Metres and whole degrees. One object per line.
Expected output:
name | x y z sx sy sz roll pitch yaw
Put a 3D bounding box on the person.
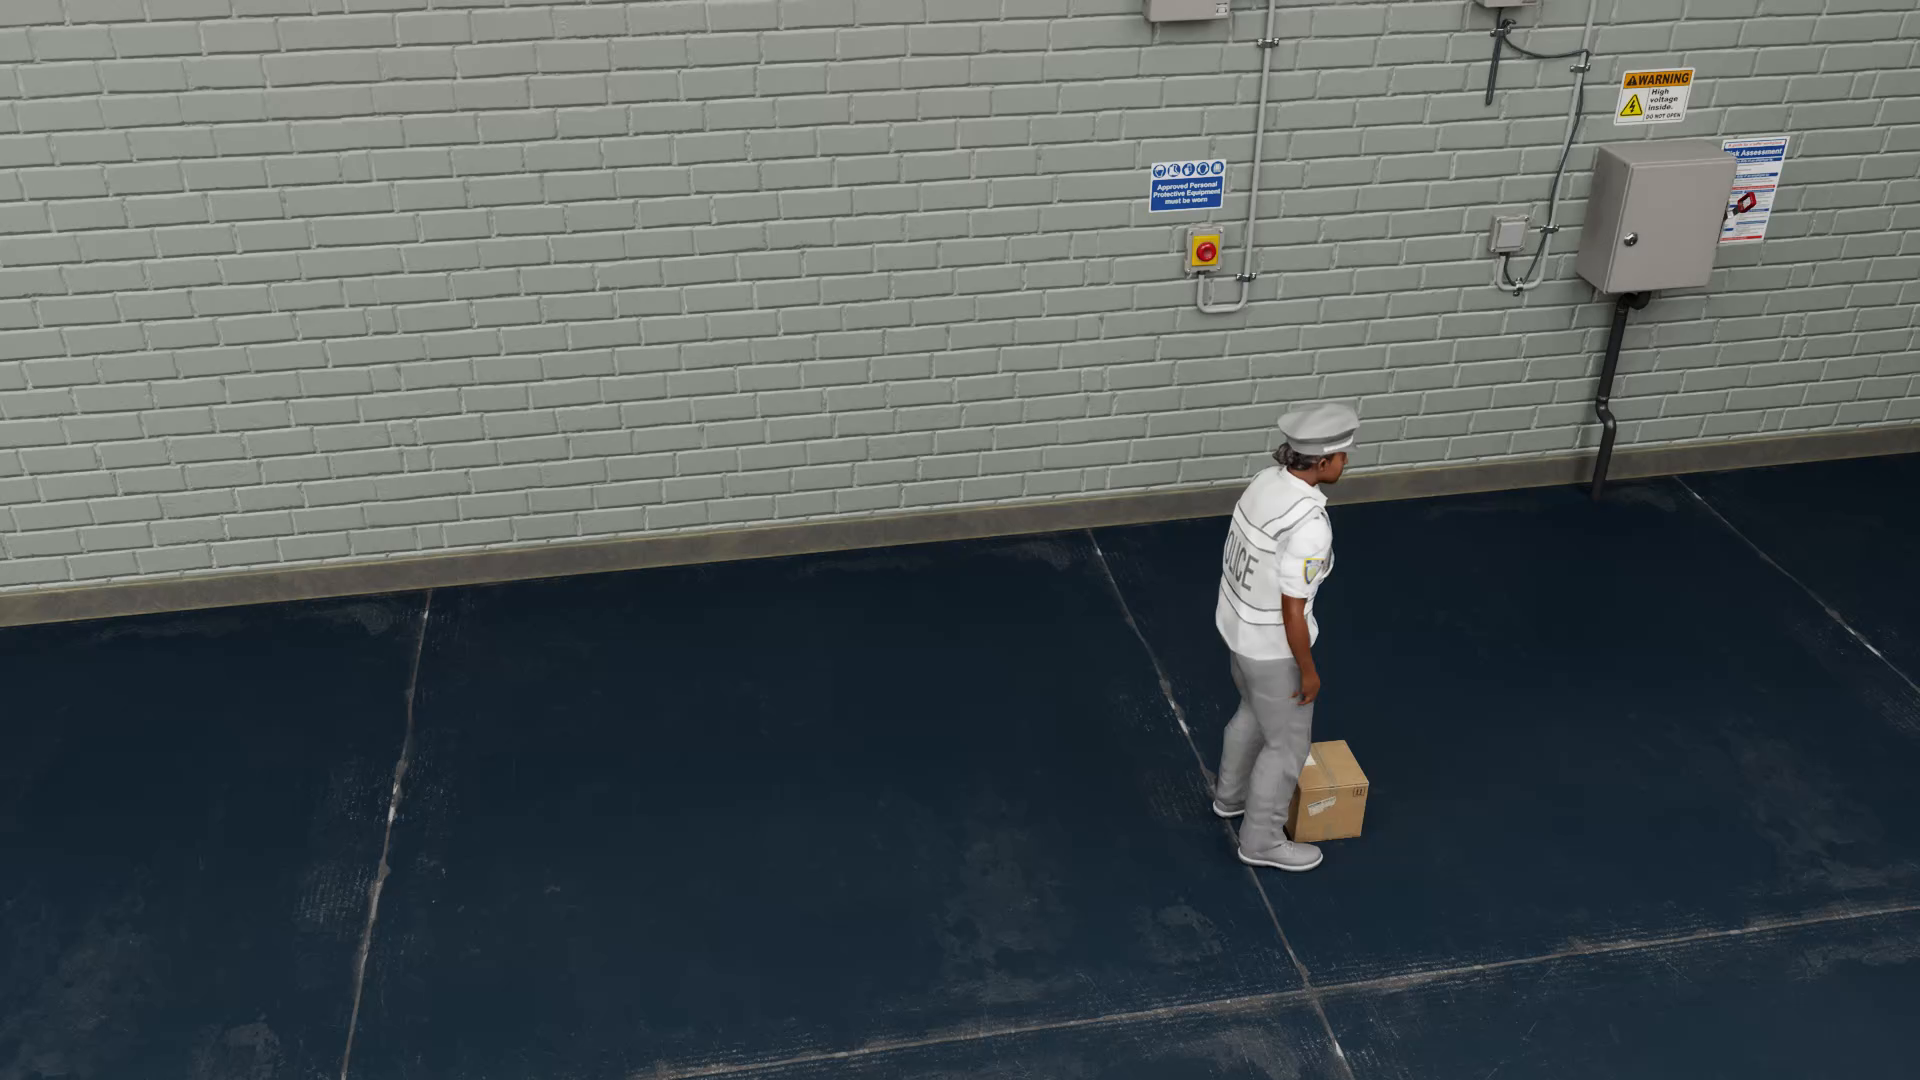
person | 1.068 0.330 5.580 0.392 1.659 0.505 -5 31 -8
